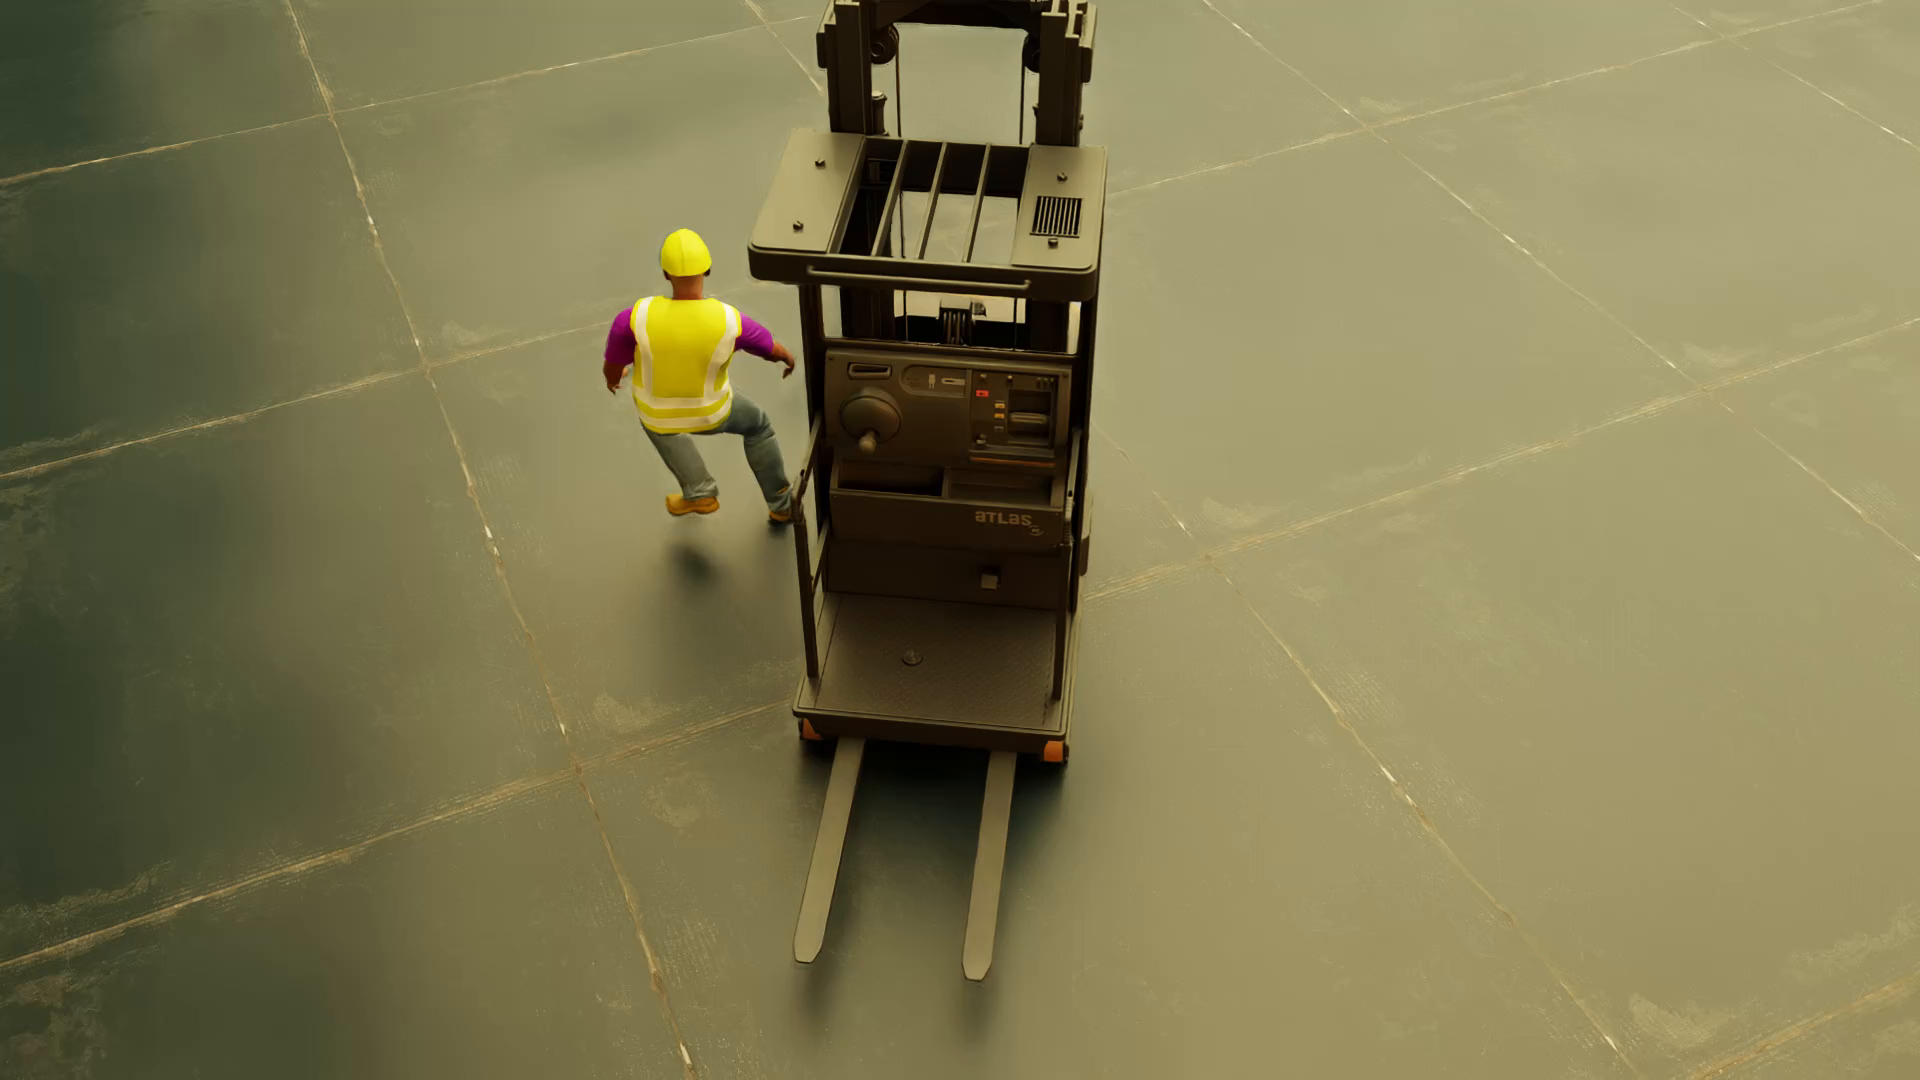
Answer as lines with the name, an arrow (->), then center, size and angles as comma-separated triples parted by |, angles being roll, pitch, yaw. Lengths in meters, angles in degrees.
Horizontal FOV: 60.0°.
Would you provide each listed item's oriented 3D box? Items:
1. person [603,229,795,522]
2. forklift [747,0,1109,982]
person -> -1.151, -0.688, 7.389 | 0.834, 1.678, 0.581 | -3, 43, -3
forklift -> -0.073, -0.412, 6.121 | 1.130, 2.935, 3.031 | 5, 43, 5
